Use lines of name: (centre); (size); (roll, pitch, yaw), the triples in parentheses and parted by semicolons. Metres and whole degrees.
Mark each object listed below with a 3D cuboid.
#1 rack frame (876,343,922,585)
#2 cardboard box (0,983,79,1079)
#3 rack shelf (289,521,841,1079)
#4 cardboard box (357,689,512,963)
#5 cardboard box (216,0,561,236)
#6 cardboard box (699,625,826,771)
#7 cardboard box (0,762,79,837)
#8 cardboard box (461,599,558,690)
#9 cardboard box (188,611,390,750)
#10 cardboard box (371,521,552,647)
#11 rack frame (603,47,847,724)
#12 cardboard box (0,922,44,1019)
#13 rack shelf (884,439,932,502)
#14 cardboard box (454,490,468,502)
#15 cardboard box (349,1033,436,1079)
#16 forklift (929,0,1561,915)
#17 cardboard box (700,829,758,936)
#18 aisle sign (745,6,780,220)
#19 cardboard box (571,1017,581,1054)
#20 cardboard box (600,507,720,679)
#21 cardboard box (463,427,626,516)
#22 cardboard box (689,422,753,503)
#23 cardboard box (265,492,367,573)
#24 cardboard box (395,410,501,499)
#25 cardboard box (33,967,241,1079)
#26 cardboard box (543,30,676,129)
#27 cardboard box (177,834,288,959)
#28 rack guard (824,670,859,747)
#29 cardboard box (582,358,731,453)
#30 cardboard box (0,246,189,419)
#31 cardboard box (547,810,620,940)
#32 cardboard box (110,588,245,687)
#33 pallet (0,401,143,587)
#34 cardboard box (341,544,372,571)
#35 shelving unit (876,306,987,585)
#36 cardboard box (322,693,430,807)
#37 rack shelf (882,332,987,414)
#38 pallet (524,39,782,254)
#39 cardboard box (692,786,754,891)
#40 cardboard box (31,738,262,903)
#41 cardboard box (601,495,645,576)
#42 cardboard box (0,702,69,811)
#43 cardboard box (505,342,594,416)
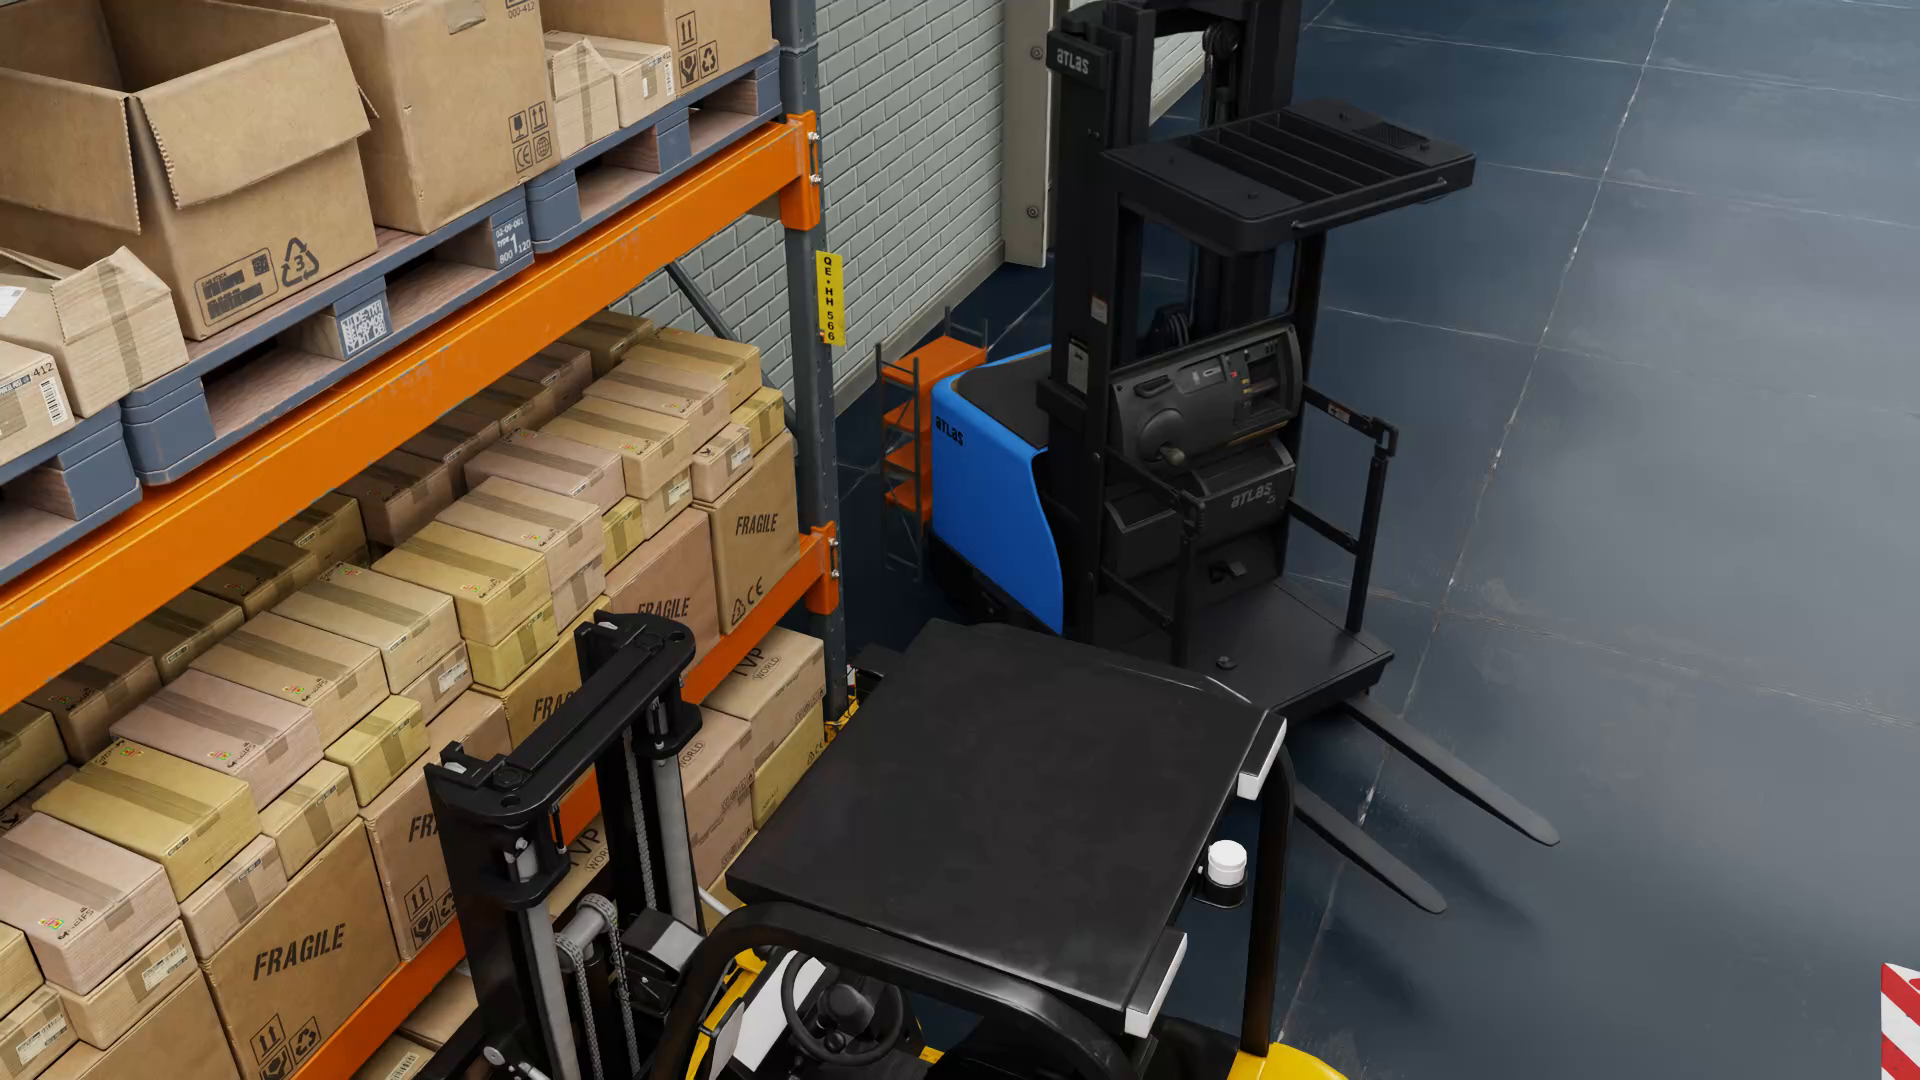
rack frame: (-0.278, -0.333, 7.664); (0.240, 1.200, 0.015); (24, 40, 32)
cardboard box: (-2.023, 0.979, 3.339); (0.380, 0.149, 0.250); (14, 36, 20)
rack shelf: (-1.749, 0.960, 4.706); (1.077, 0.370, 4.000); (14, 36, 20)
cardboard box: (-1.520, 0.692, 4.369); (0.500, 0.500, 0.500); (14, 36, 21)
cardboard box: (-1.396, -1.087, 3.871); (0.700, 0.500, 0.500); (14, 36, 21)
cardboard box: (-0.822, 0.521, 5.933); (0.500, 0.250, 0.500); (15, 36, 22)
cardboard box: (-2.231, 0.621, 3.885); (0.380, 0.149, 0.250); (15, 36, 22)
cardboard box: (-1.318, 0.232, 4.478); (0.380, 0.149, 0.250); (14, 36, 21)
cardboard box: (-1.628, 0.340, 4.043); (0.380, 0.149, 0.250); (14, 36, 21)
cardboard box: (-1.314, 0.111, 4.390); (0.380, 0.149, 0.250); (15, 36, 21)
rack frame: (-0.913, -0.336, 6.028); (1.000, 3.000, 0.127); (14, 36, 20)
cardboard box: (-2.057, 0.848, 3.268); (0.380, 0.149, 0.250); (14, 36, 20)
rack shelf: (-0.125, -0.382, 7.860); (0.258, 0.148, 0.480); (24, 40, 32)
cardboard box: (-1.615, -0.158, 5.073); (0.380, 0.149, 0.250); (13, 35, 19)
cardboard box: (-1.678, 1.540, 4.378); (0.500, 0.250, 0.500); (15, 36, 22)
forklift: (1.098, -0.513, 6.360); (1.130, 2.935, 3.031); (-20, 38, -28)
cardboard box: (-1.039, 1.190, 5.825); (0.500, 0.250, 0.500); (14, 36, 20)
aisle sign: (-0.618, -1.389, 5.262); (0.394, 0.787, 0.004); (14, 36, 20)
cardboard box: (-1.462, 1.500, 4.895); (0.500, 0.250, 0.500); (14, 36, 20)
cardboard box: (-1.106, 0.183, 5.144); (0.500, 0.500, 0.500); (15, 36, 22)
cardboard box: (-1.203, -0.174, 4.825); (0.380, 0.149, 0.250); (14, 36, 21)
cardboard box: (-0.883, -0.278, 5.256); (0.380, 0.149, 0.250); (15, 36, 21)
cardboard box: (-1.889, -0.033, 4.611); (0.380, 0.149, 0.250); (13, 36, 19)
cardboard box: (-1.602, -0.278, 4.985); (0.380, 0.149, 0.250); (14, 36, 21)
cardboard box: (-1.961, 1.190, 3.609); (0.500, 0.500, 0.500); (15, 36, 21)
cardboard box: (-0.984, -1.221, 4.396); (0.380, 0.149, 0.250); (13, 35, 19)
cardboard box: (-1.742, 0.743, 3.699); (0.380, 0.149, 0.250); (14, 36, 20)
rack guard: (-0.903, 0.697, 6.731); (1.175, 0.500, 0.348); (14, 36, 20)
cardboard box: (-0.946, -0.417, 5.197); (0.380, 0.149, 0.250); (14, 36, 21)
cardboard box: (-1.689, -0.429, 3.082); (0.396, 0.266, 0.258); (13, 36, 19)
cardboard box: (-1.232, 1.030, 5.157); (0.500, 0.250, 0.500); (15, 36, 21)
cardboard box: (-2.028, 0.241, 4.194); (0.380, 0.149, 0.250); (15, 36, 22)
pallet: (-2.253, 0.008, 2.848); (1.003, 0.211, 1.213); (14, 36, 20)
cardboard box: (-1.893, 0.084, 4.704); (0.380, 0.149, 0.250); (15, 36, 22)
shelving unit: (-0.125, -0.438, 7.823); (0.258, 1.200, 0.503); (24, 40, 32)
cardboard box: (-1.549, 0.479, 4.102); (0.380, 0.149, 0.250); (13, 36, 20)
rack shelf: (-0.125, -0.766, 7.608); (0.258, 0.148, 0.480); (24, 40, 32)
pallet: (-1.232, -1.208, 4.701); (1.003, 0.211, 1.213); (14, 36, 20)
cardboard box: (-1.052, 0.990, 5.673); (0.500, 0.250, 0.500); (14, 36, 20)
cardboard box: (-1.772, 0.607, 3.634); (0.380, 0.149, 0.250); (14, 36, 20)
cardboard box: (-1.161, -0.042, 4.896); (0.380, 0.149, 0.250); (14, 36, 20)
cardboard box: (-2.311, 0.476, 3.835); (0.380, 0.149, 0.250); (14, 36, 20)
cardboard box: (-1.415, -0.538, 5.380); (0.380, 0.149, 0.250); (15, 36, 22)
